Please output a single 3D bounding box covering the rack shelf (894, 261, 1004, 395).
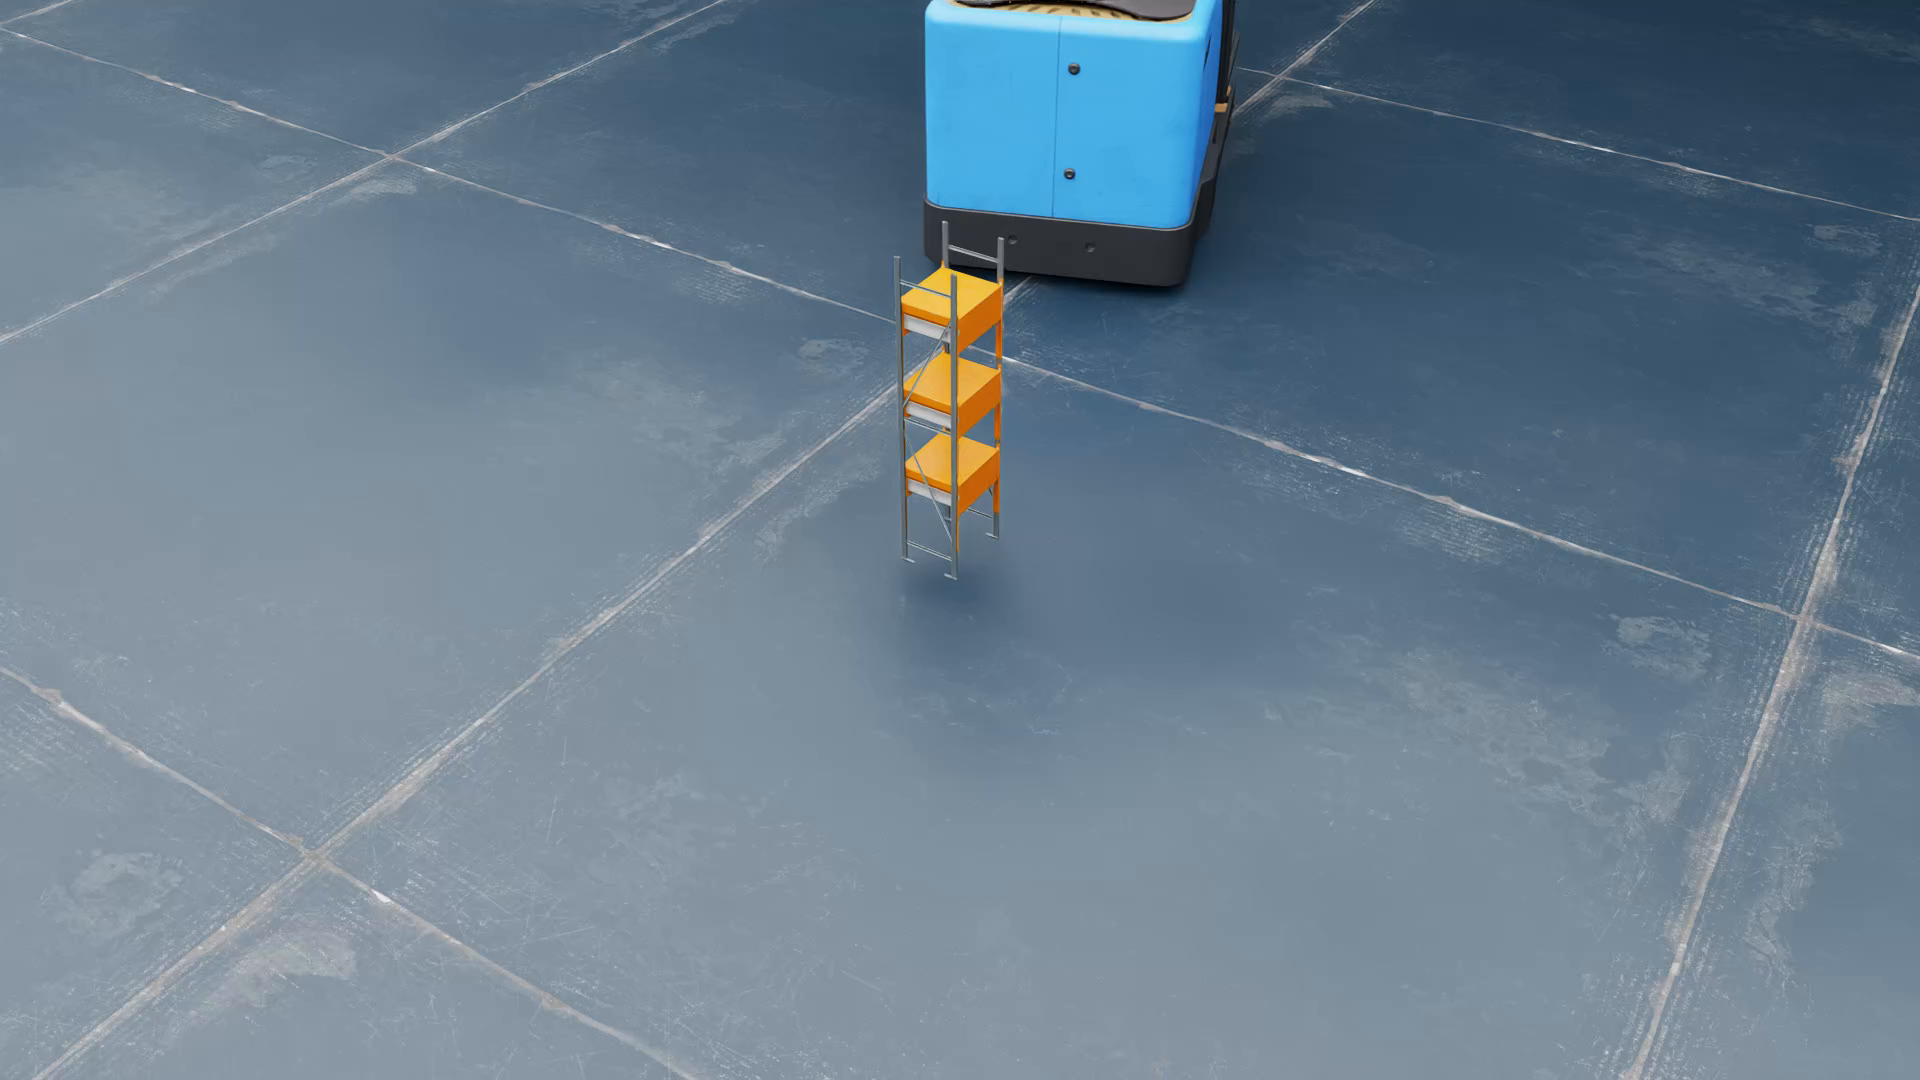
[{"bbox_3d":[-0.029,-0.605,4.727,0.215,0.259,0.240,21,42,25],"label":"rack shelf"}]

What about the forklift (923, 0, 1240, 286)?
[{"bbox_3d":[0.674,-3.038,6.790,1.130,2.935,3.031,8,38,10],"label":"forklift"}]

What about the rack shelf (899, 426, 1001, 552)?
[{"bbox_3d":[-0.029,-0.160,5.070,0.215,0.259,0.240,21,42,25],"label":"rack shelf"}]

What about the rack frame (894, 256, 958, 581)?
[{"bbox_3d":[-0.094,-0.325,4.812,0.200,1.050,0.008,21,42,25],"label":"rack frame"}]

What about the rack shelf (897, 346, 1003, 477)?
[{"bbox_3d":[-0.029,-0.380,4.900,0.215,0.259,0.240,21,42,25],"label":"rack shelf"}]

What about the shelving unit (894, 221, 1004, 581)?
[{"bbox_3d":[-0.029,-0.388,4.894,0.215,1.050,0.252,21,42,25],"label":"shelving unit"}]

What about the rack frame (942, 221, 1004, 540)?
[{"bbox_3d":[0.037,-0.451,4.975,0.200,1.050,0.008,21,42,25],"label":"rack frame"}]
